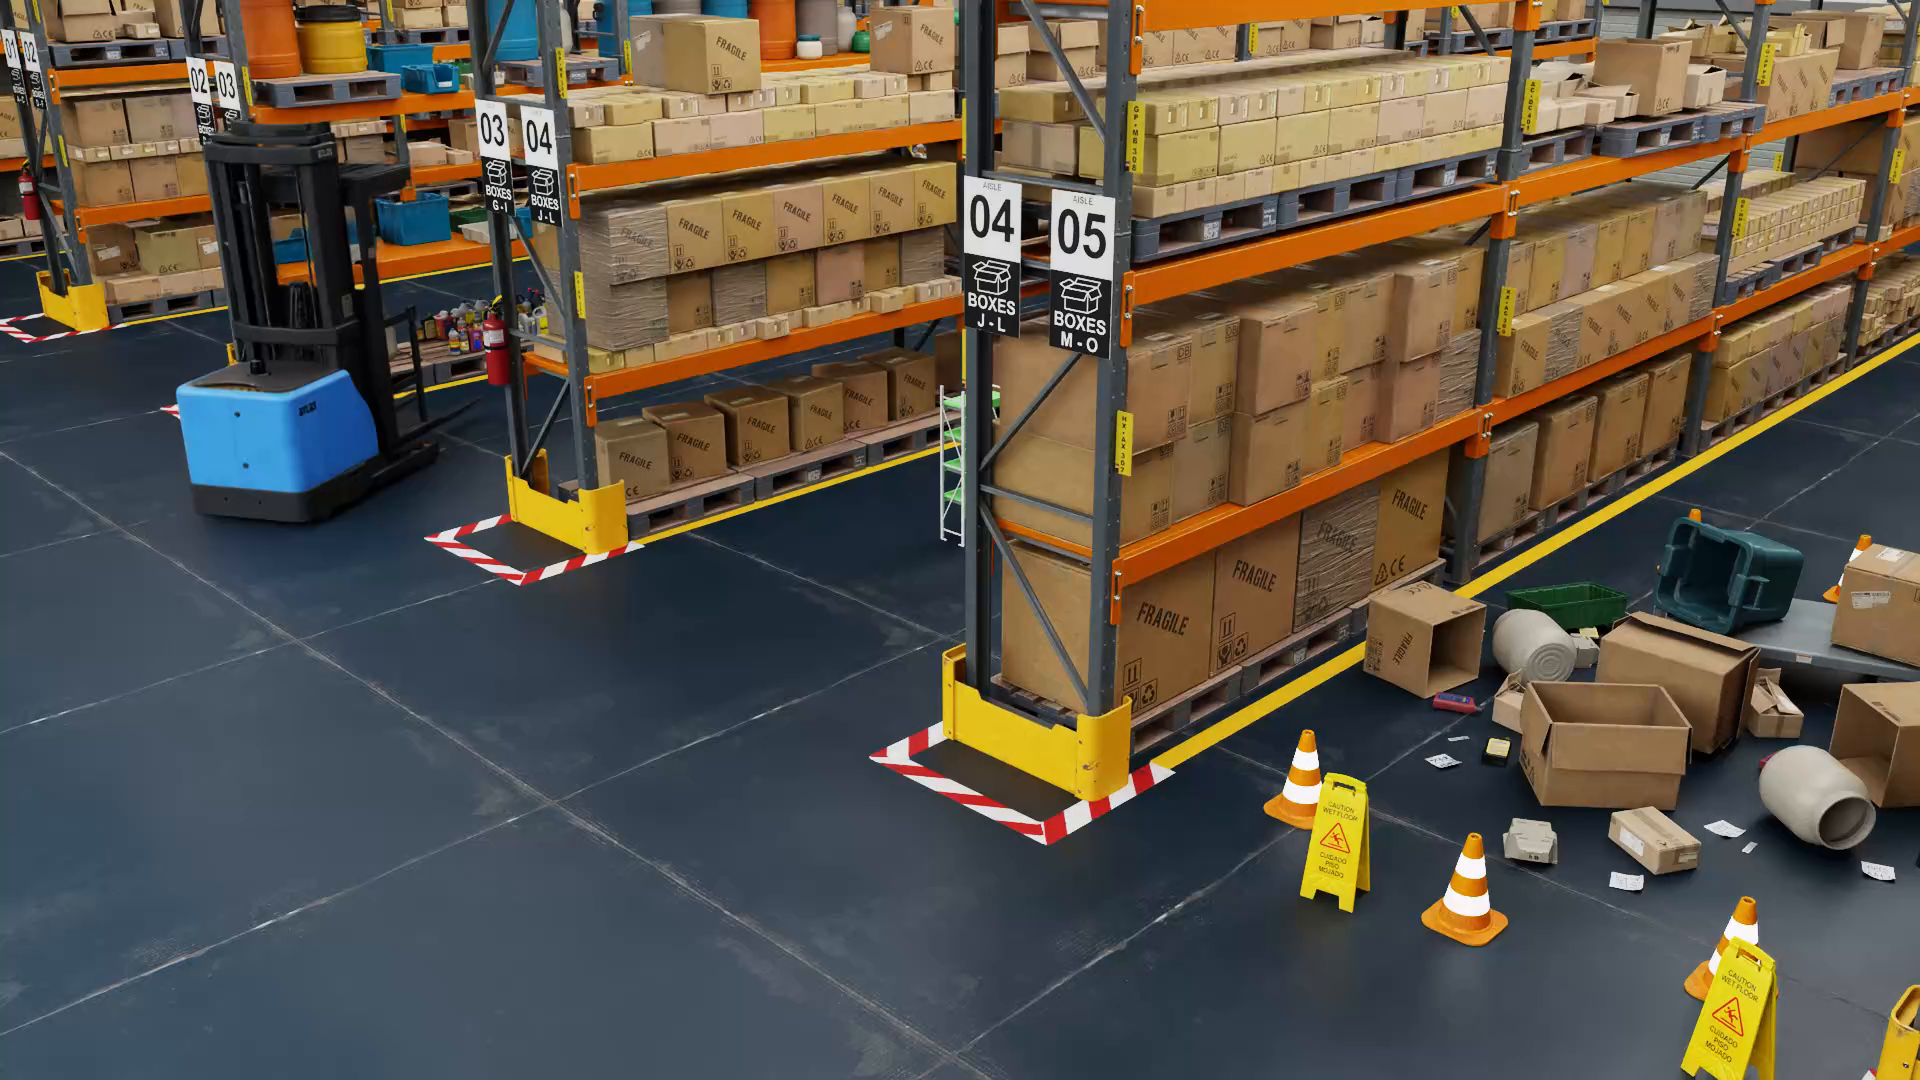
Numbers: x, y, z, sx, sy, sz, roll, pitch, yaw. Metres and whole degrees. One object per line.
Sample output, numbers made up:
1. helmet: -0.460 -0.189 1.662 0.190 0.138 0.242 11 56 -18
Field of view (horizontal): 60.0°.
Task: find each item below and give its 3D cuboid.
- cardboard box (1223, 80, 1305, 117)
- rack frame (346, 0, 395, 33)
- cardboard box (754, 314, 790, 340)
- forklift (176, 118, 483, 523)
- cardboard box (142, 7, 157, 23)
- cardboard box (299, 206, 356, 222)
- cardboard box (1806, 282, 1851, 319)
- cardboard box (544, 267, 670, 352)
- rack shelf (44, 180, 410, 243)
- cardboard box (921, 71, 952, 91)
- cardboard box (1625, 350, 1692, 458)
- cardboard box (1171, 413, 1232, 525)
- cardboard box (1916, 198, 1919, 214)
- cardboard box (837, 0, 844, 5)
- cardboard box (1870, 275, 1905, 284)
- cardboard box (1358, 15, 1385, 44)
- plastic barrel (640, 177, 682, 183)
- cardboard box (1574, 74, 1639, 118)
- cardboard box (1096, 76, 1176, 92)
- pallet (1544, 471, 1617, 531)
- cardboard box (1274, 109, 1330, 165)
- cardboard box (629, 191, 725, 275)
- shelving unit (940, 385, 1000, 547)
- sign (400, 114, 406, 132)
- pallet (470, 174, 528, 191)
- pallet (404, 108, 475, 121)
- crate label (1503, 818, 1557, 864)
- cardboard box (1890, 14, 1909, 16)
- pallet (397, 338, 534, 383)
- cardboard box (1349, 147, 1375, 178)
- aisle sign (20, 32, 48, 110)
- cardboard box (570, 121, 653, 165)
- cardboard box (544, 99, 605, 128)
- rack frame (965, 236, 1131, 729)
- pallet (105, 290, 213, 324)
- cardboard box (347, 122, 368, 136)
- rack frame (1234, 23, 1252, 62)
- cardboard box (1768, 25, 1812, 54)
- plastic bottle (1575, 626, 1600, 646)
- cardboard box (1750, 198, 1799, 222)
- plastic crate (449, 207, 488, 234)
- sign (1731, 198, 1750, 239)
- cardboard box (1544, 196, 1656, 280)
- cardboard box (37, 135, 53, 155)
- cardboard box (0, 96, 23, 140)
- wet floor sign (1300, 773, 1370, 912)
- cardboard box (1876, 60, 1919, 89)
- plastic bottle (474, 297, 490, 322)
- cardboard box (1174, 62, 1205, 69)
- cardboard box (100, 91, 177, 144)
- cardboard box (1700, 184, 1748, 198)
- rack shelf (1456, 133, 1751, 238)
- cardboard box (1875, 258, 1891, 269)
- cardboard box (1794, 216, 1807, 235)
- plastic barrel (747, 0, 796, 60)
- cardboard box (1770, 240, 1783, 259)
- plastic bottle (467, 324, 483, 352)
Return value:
1. cardboard box: 1.600 -2.348 8.835 0.380 0.149 0.250 19 28 40
2. rack frame: -7.359 -7.759 20.219 1.000 3.000 0.127 19 28 41
3. cardboard box: -1.569 -1.708 13.187 0.380 0.149 0.250 19 28 41
4. forklift: -5.122 -1.996 13.683 1.130 2.935 3.031 5 22 13
5. cardboard box: -9.147 -6.055 19.311 0.500 0.311 0.500 -16 26 -36
6. cardboard box: -7.883 -3.922 20.799 0.500 0.500 0.500 19 28 41
7. cardboard box: 8.462 -2.392 16.471 0.500 0.250 0.500 18 28 39
8. cardboard box: -2.651 -1.770 12.446 0.875 0.500 0.500 19 28 41
9. rack shelf: -8.754 -4.109 20.087 1.077 0.370 4.000 19 28 41
10. cardboard box: -0.284 -3.839 13.854 0.250 0.149 0.380 -19 28 -40
11. cardboard box: 5.520 -1.251 14.199 1.050 0.750 0.750 19 28 40
12. cardboard box: 1.023 -0.507 9.502 0.875 0.550 0.550 19 28 41
13. cardboard box: 10.043 -3.767 17.640 0.500 0.500 0.500 18 28 40
14. cardboard box: -2.182 -8.594 25.707 0.600 0.600 0.600 16 26 36
15. cardboard box: 10.097 -2.789 18.209 0.380 0.149 0.250 18 27 39
16. cardboard box: 4.487 -5.830 18.920 0.500 0.311 0.500 18 27 39
17. plastic barrel: -3.326 -3.976 18.038 0.600 0.901 0.708 19 28 41
18. cardboard box: 4.676 -3.219 12.051 0.396 0.266 0.258 19 28 41
19. cardboard box: 0.954 -2.449 9.098 0.250 0.149 0.380 -20 28 -41
20. pallet: 4.555 -0.442 13.430 1.003 0.211 1.213 19 28 41
21. cardboard box: 1.654 -2.215 9.046 0.500 0.250 0.500 19 28 40
22. cardboard box: -2.122 -2.302 12.436 0.500 0.500 0.500 19 28 41
23. shelving unit: 0.115 -0.603 12.470 0.258 1.200 0.503 19 28 41
24. sign: -6.960 -5.261 20.765 0.100 0.325 0.005 19 28 41
25. pallet: -7.516 -6.108 28.172 1.003 0.211 1.213 19 28 41
26. pallet: -8.541 -6.927 26.682 1.213 0.211 1.003 19 28 41
27. crate label: 2.893 1.525 8.417 0.250 0.136 0.298 5 22 13
28. cardboard box: 9.525 -5.172 16.624 0.380 0.149 0.250 19 28 40
29. pallet: -5.162 -1.939 17.326 1.003 0.211 1.213 19 28 41
30. cardboard box: 2.130 -2.171 9.485 0.380 0.149 0.250 19 28 40
31. aisle sign: -9.976 -5.051 17.910 0.394 0.787 0.004 19 28 41
32. cardboard box: -2.533 -2.840 11.810 0.500 0.250 0.500 -19 28 -40
33. cardboard box: -2.697 -2.979 11.618 0.380 0.149 0.250 19 28 40
34. rack frame: 0.429 -0.183 8.870 1.000 3.000 0.127 19 28 41
35. pallet: -9.646 -2.836 19.659 1.003 0.211 1.213 19 28 41
36. cardboard box: -7.569 -5.122 20.675 0.380 0.149 0.250 19 28 40
37. rack frame: 2.526 -6.307 16.441 1.000 3.000 0.127 19 28 41
38. cardboard box: 6.999 -4.286 14.159 0.396 0.266 0.258 19 28 41
39. plastic bottle: 4.108 0.609 10.904 0.133 0.061 0.283 5 22 13
40. cardboard box: 7.387 -3.004 15.146 0.250 0.149 0.380 -19 28 -40
41. plastic crate: -4.962 -3.341 17.381 0.450 0.188 0.662 19 28 41
42. sign: 6.410 -2.642 13.653 0.100 0.325 0.005 19 28 41
43. cardboard box: 4.981 -2.377 13.045 0.700 0.500 0.500 19 28 40
44. cardboard box: -12.422 -5.421 22.680 0.500 0.250 0.500 19 28 40
45. cardboard box: -12.801 -5.631 22.180 0.500 0.500 0.500 19 28 41
46. wet floor sign: 1.827 1.419 7.983 0.267 0.644 0.232 14 25 32
47. cardboard box: 9.312 -4.651 16.521 0.500 0.250 0.500 -18 28 -39
48. plastic bottle: -5.101 -2.426 17.783 0.144 0.351 0.185 19 28 40
49. cardboard box: 2.034 -4.522 16.188 0.500 0.250 0.500 19 28 40
50. cardboard box: -9.415 -4.850 19.064 0.700 0.500 0.500 18 28 39
51. cardboard box: 7.294 -3.305 15.929 0.250 0.149 0.380 -19 28 -40
52. rack shelf: 4.614 -2.790 12.473 1.077 0.370 4.000 19 28 41
53. cardboard box: 10.494 -3.171 19.203 0.380 0.149 0.250 18 27 38
54. cardboard box: 7.574 -2.933 15.374 0.250 0.149 0.380 -19 28 -40
55. plastic barrel: -2.207 -6.022 19.282 0.600 0.830 0.708 19 28 41
56. cardboard box: 7.213 -2.660 15.079 0.250 0.149 0.380 -19 28 -40
57. plastic bottle: -4.944 -2.069 16.950 0.133 0.283 0.061 -20 28 -41
